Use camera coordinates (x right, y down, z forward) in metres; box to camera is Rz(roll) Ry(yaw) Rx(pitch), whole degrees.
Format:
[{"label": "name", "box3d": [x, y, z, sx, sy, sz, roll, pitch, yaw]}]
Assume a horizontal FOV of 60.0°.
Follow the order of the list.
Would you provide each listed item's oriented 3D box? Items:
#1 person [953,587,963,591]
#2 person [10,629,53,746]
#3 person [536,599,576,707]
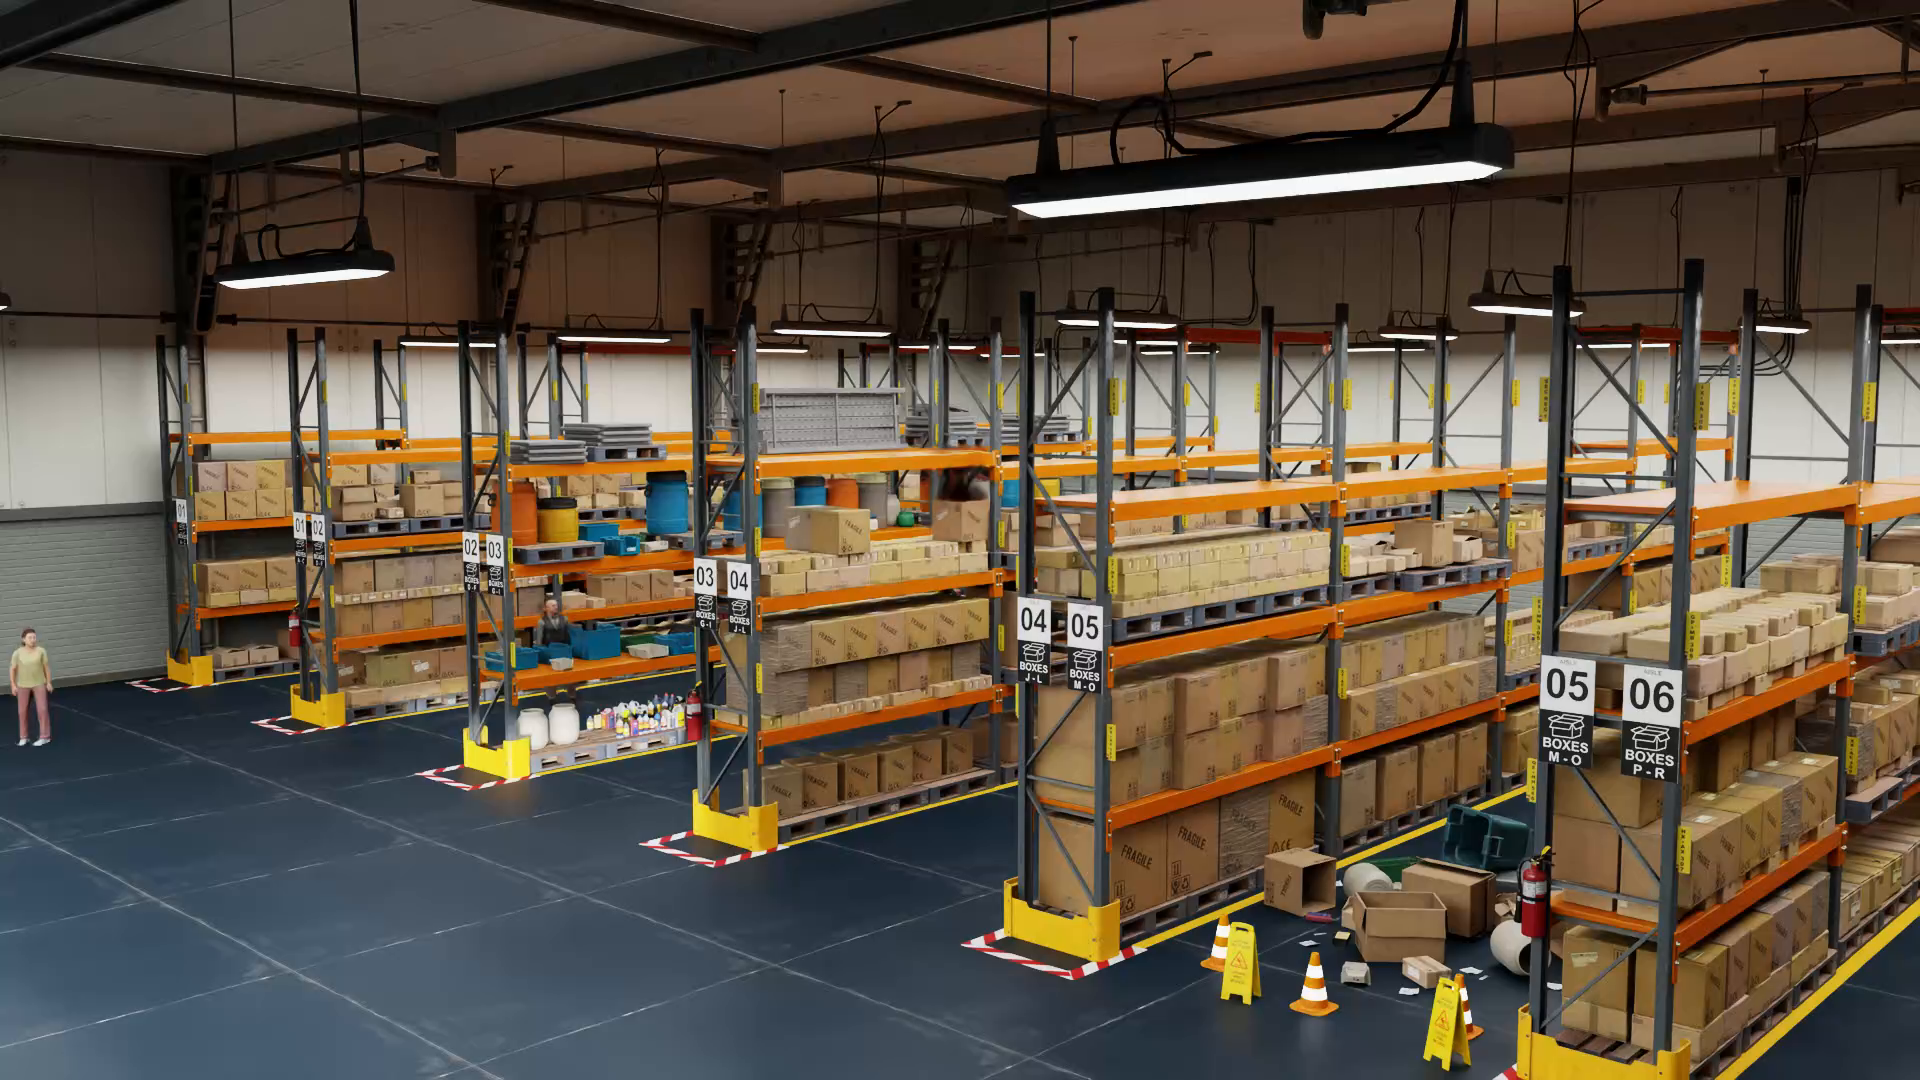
[{"label": "person", "box3d": [-0.097, 0.583, 39.603, 0.516, 1.670, 1.017, 4, 7, 35]}, {"label": "person", "box3d": [-13.277, 2.101, 23.778, 0.524, 1.678, 0.417, -2, 6, -24]}, {"label": "person", "box3d": [-6.494, 1.818, 26.715, 0.593, 1.737, 0.420, -1, 5, -10]}]
